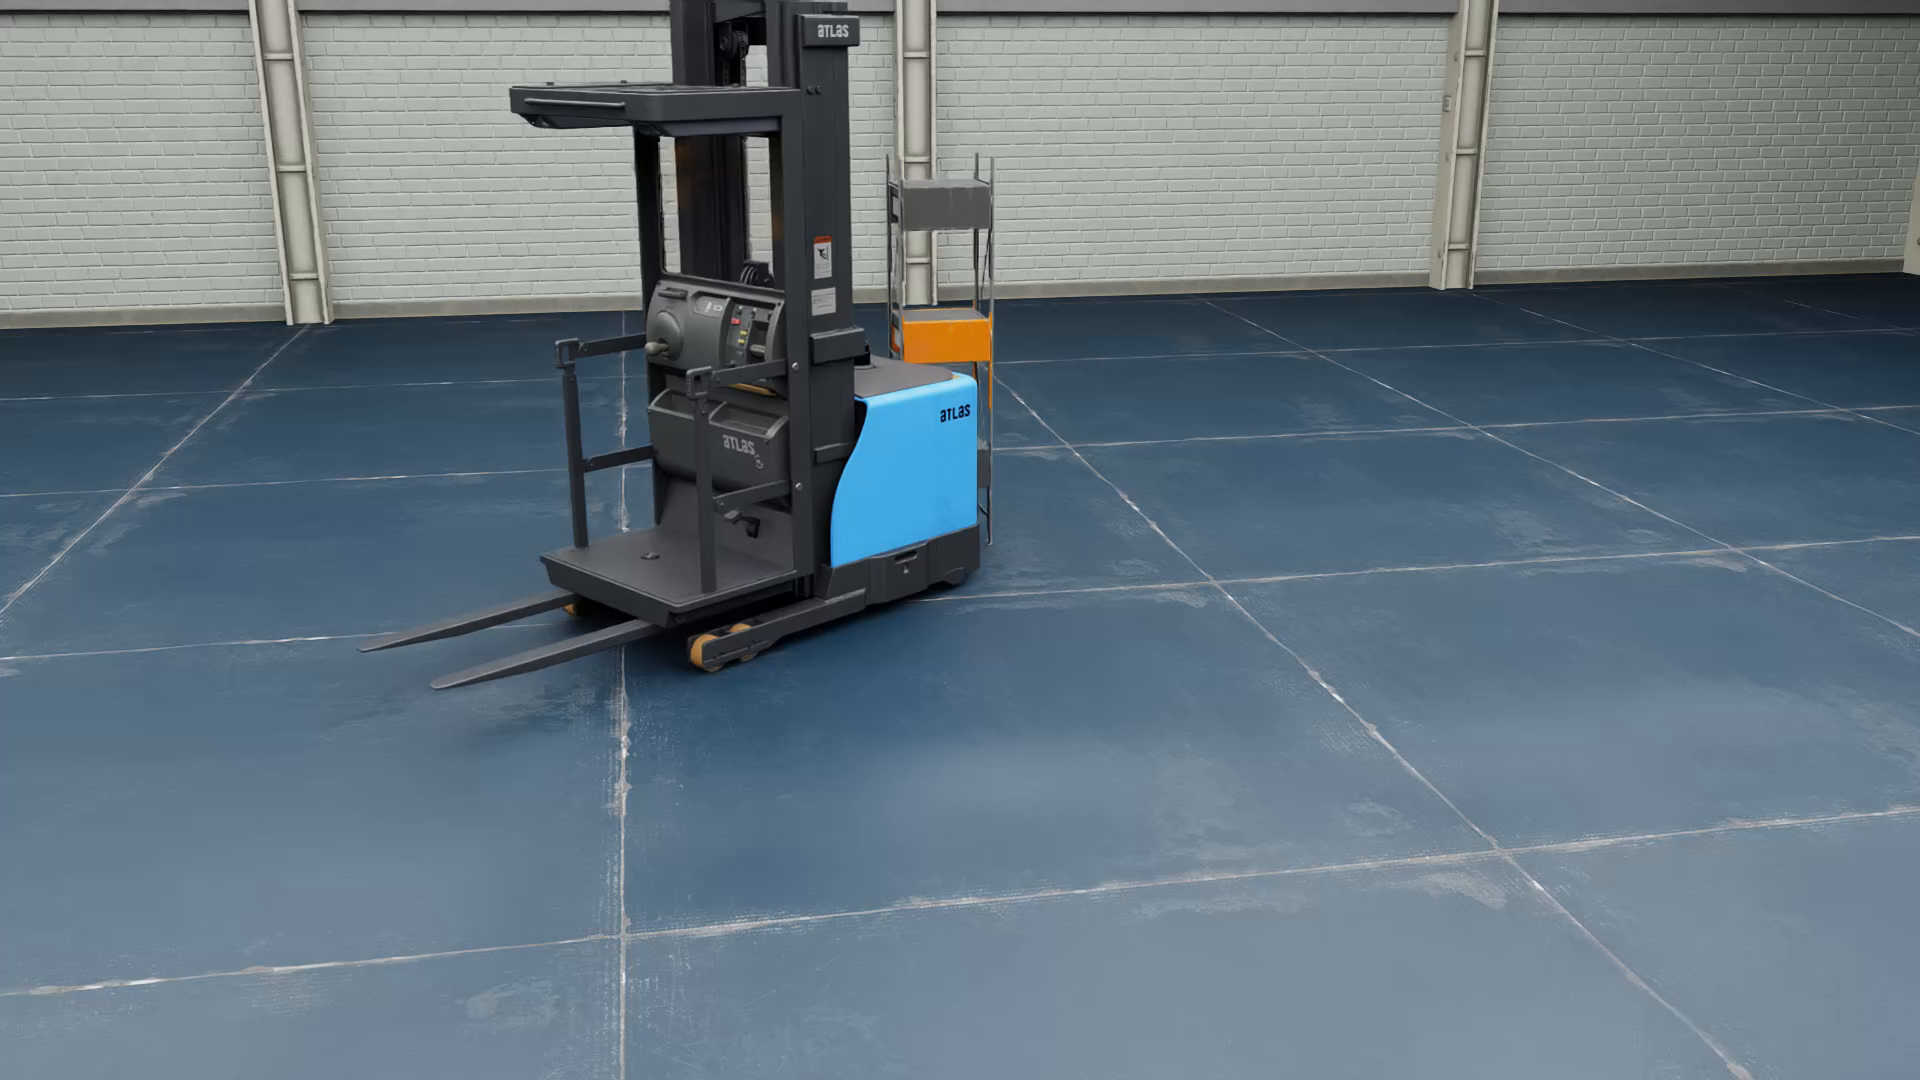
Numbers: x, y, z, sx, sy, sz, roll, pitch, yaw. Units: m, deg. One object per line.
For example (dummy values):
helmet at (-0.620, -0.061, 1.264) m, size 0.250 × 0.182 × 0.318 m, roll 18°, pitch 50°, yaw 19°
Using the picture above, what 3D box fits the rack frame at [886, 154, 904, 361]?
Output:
rack frame at (-0.348, -0.999, 8.987) m, size 0.015 × 2.100 × 0.400 m, roll -4°, pitch 17°, yaw -12°

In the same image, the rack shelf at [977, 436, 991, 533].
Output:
rack shelf at (-0.109, -0.332, 9.246) m, size 0.480 × 0.518 × 0.431 m, roll -4°, pitch 17°, yaw -12°

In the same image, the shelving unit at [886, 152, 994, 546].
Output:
shelving unit at (-0.109, -1.014, 9.037) m, size 0.503 × 2.100 × 0.431 m, roll -4°, pitch 17°, yaw -12°

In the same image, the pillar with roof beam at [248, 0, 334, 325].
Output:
pillar with roof beam at (-5.529, -5.195, 10.899) m, size 0.400 × 9.000 × 9.100 m, roll -3°, pitch 17°, yaw -10°

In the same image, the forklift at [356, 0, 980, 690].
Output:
forklift at (-1.280, -0.983, 7.521) m, size 1.130 × 2.935 × 3.031 m, roll 16°, pitch 23°, yaw 41°

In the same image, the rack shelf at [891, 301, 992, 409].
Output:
rack shelf at (-0.109, -1.001, 9.041) m, size 0.480 × 0.518 × 0.431 m, roll -4°, pitch 17°, yaw -12°

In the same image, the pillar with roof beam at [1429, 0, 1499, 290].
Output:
pillar with roof beam at (6.253, -5.863, 13.075) m, size 0.400 × 9.000 × 9.100 m, roll -3°, pitch 17°, yaw -10°

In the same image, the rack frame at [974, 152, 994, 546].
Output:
rack frame at (0.129, -1.029, 9.086) m, size 0.015 × 2.100 × 0.400 m, roll -4°, pitch 17°, yaw -12°

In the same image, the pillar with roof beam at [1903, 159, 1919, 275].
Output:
pillar with roof beam at (12.144, -6.197, 14.163) m, size 0.400 × 9.000 × 9.100 m, roll -3°, pitch 17°, yaw -10°

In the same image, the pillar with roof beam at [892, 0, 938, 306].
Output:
pillar with roof beam at (0.362, -5.529, 11.987) m, size 0.400 × 9.000 × 9.100 m, roll -3°, pitch 17°, yaw -10°

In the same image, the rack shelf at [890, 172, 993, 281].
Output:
rack shelf at (-0.109, -1.670, 8.835) m, size 0.480 × 0.518 × 0.431 m, roll -4°, pitch 17°, yaw -12°
